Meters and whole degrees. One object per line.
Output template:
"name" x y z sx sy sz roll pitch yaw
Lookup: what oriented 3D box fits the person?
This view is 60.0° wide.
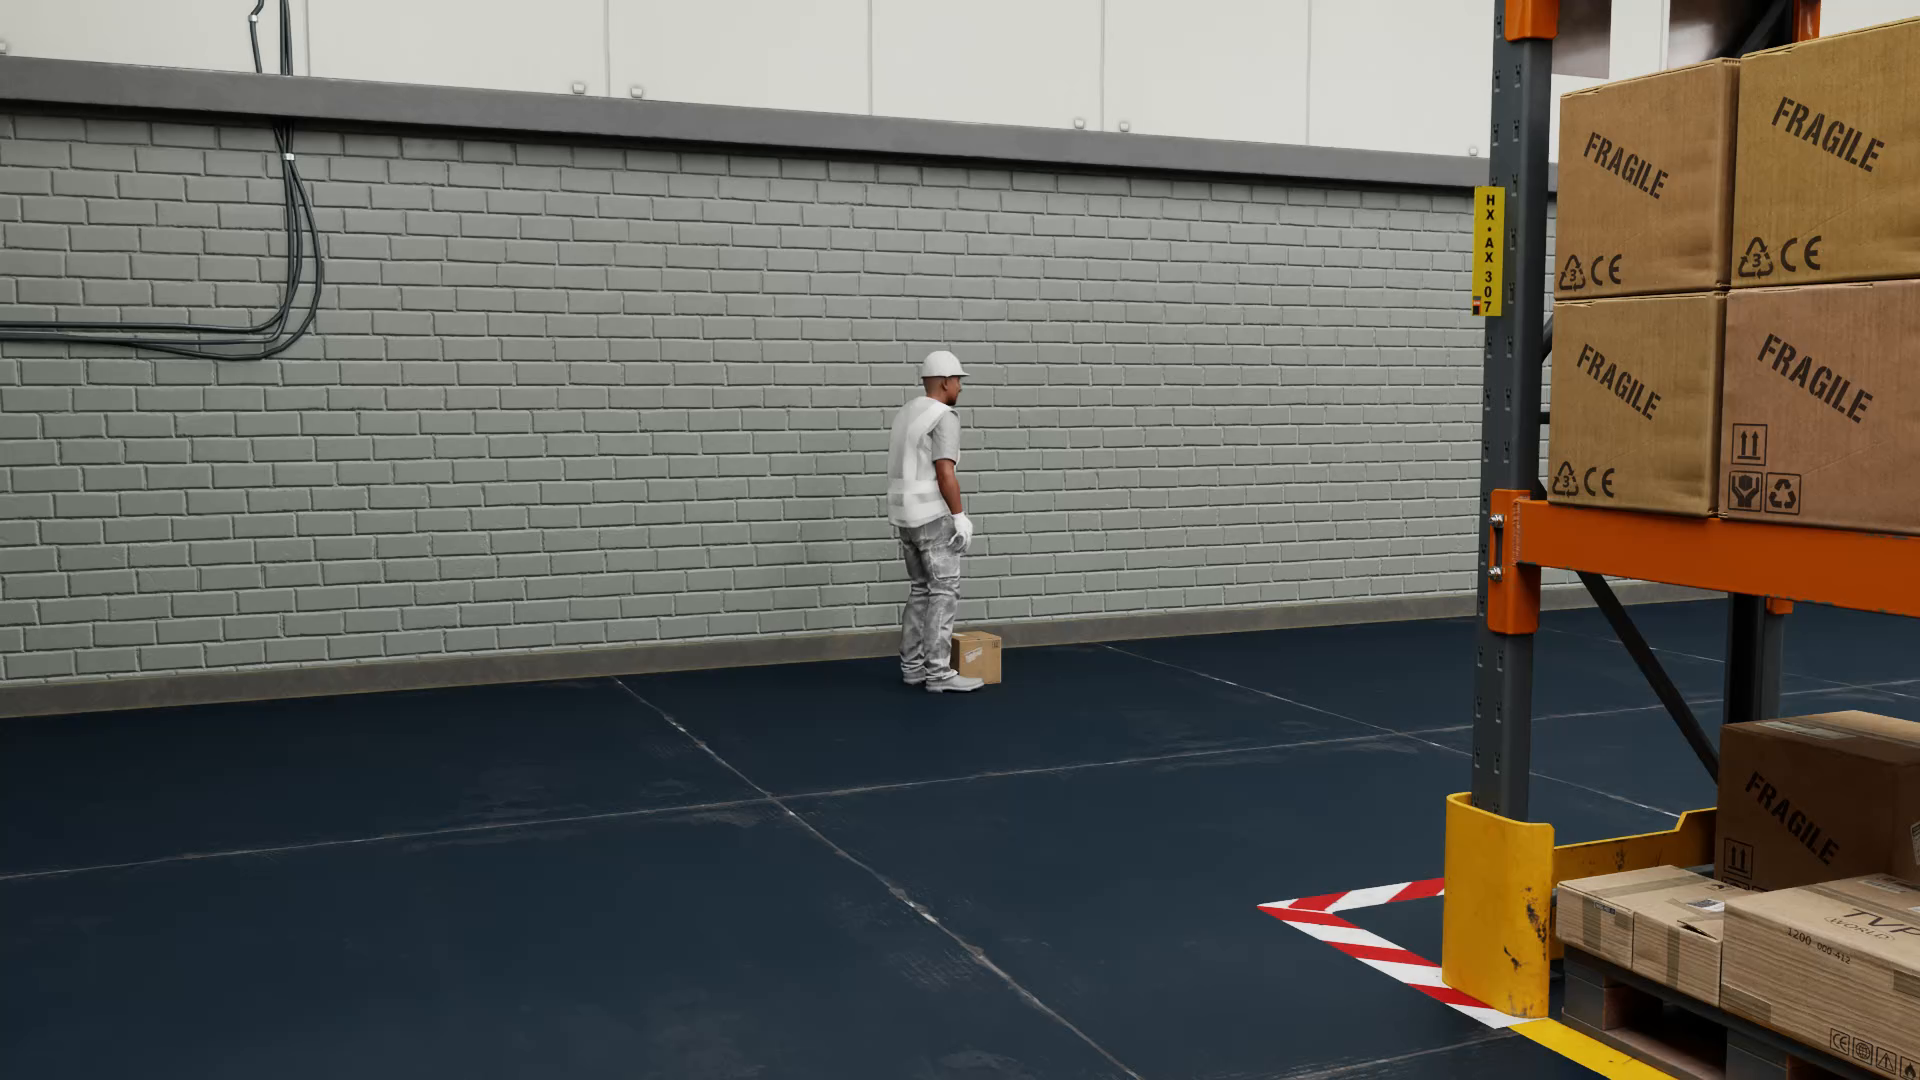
"person" -0.143 -0.108 8.798 0.448 1.775 0.633 -3 6 -26
